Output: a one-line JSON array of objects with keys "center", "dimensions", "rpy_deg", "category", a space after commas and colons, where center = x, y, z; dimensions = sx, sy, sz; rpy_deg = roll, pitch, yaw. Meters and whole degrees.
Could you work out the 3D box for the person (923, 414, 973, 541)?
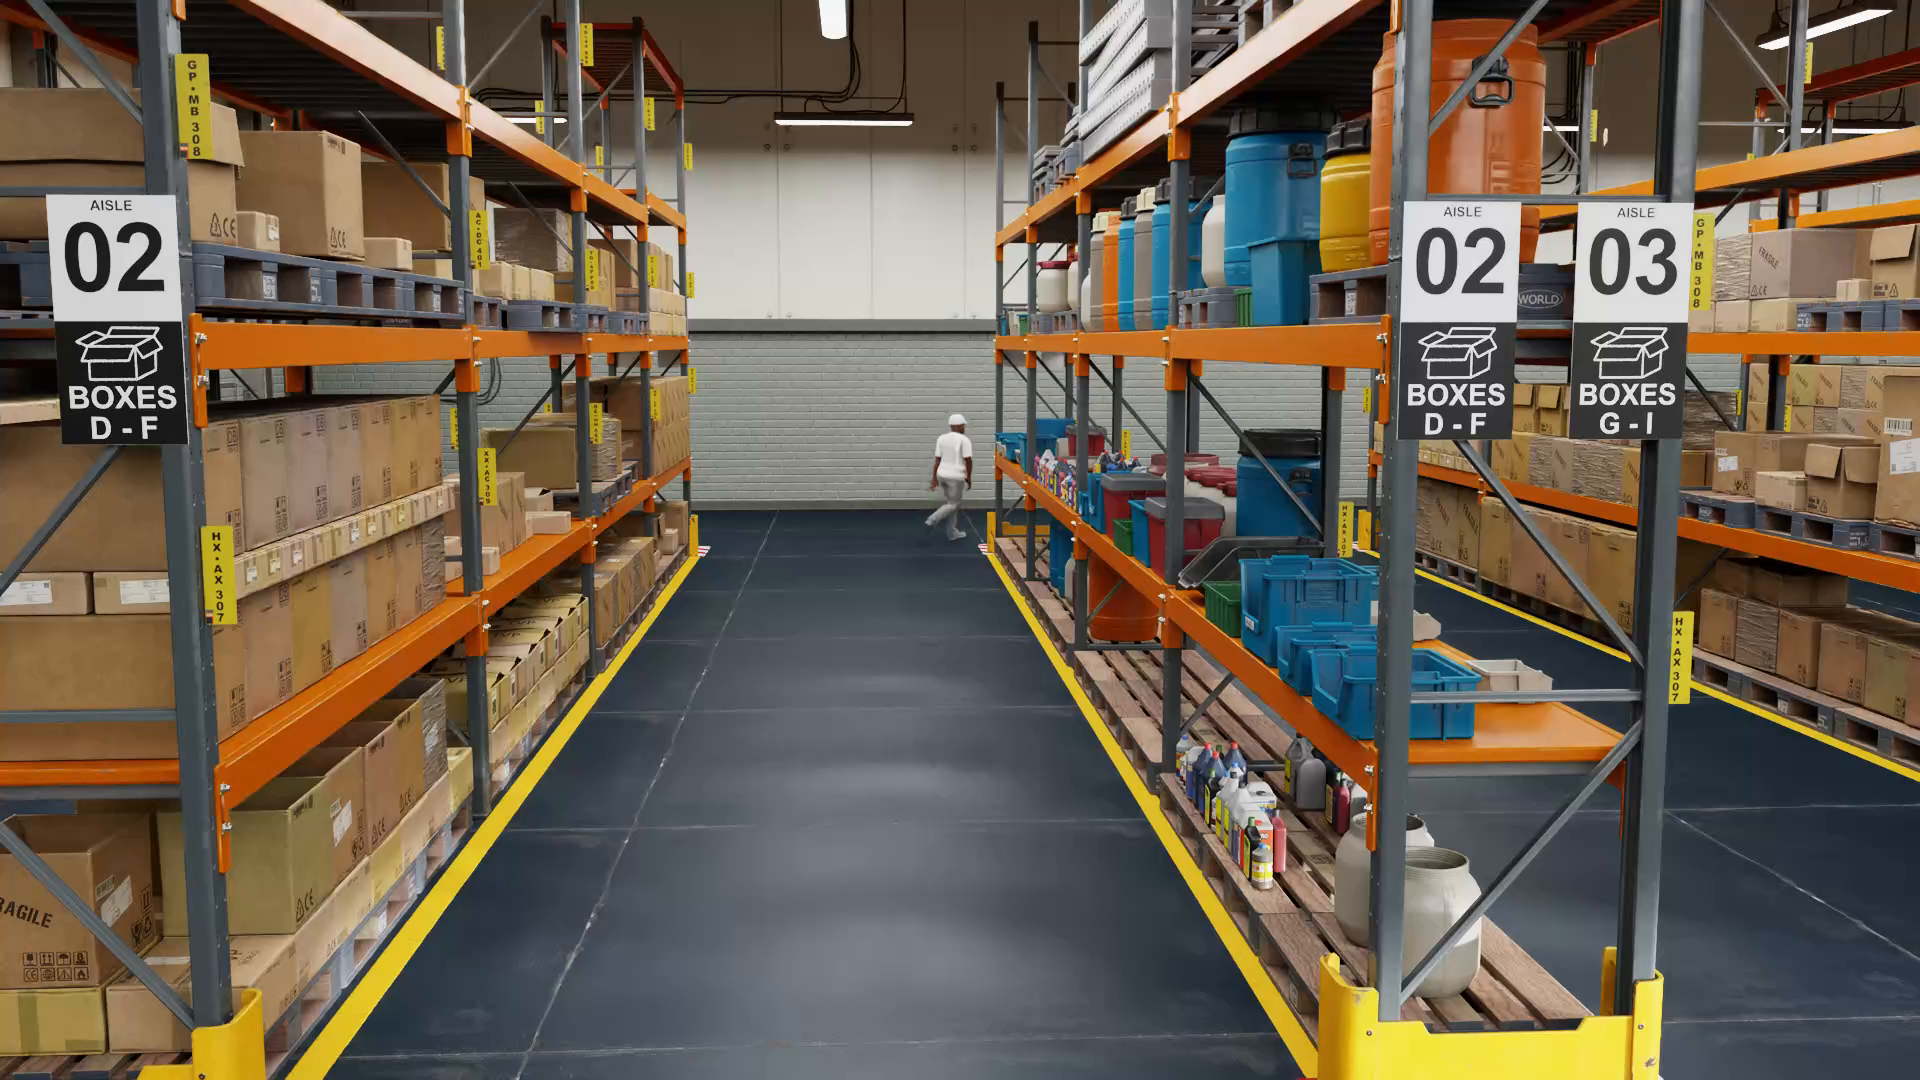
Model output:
[{"center": [-0.143, -0.839, 22.709], "dimensions": [0.604, 1.744, 0.813], "rpy_deg": [6, 9, 41], "category": "person"}]
